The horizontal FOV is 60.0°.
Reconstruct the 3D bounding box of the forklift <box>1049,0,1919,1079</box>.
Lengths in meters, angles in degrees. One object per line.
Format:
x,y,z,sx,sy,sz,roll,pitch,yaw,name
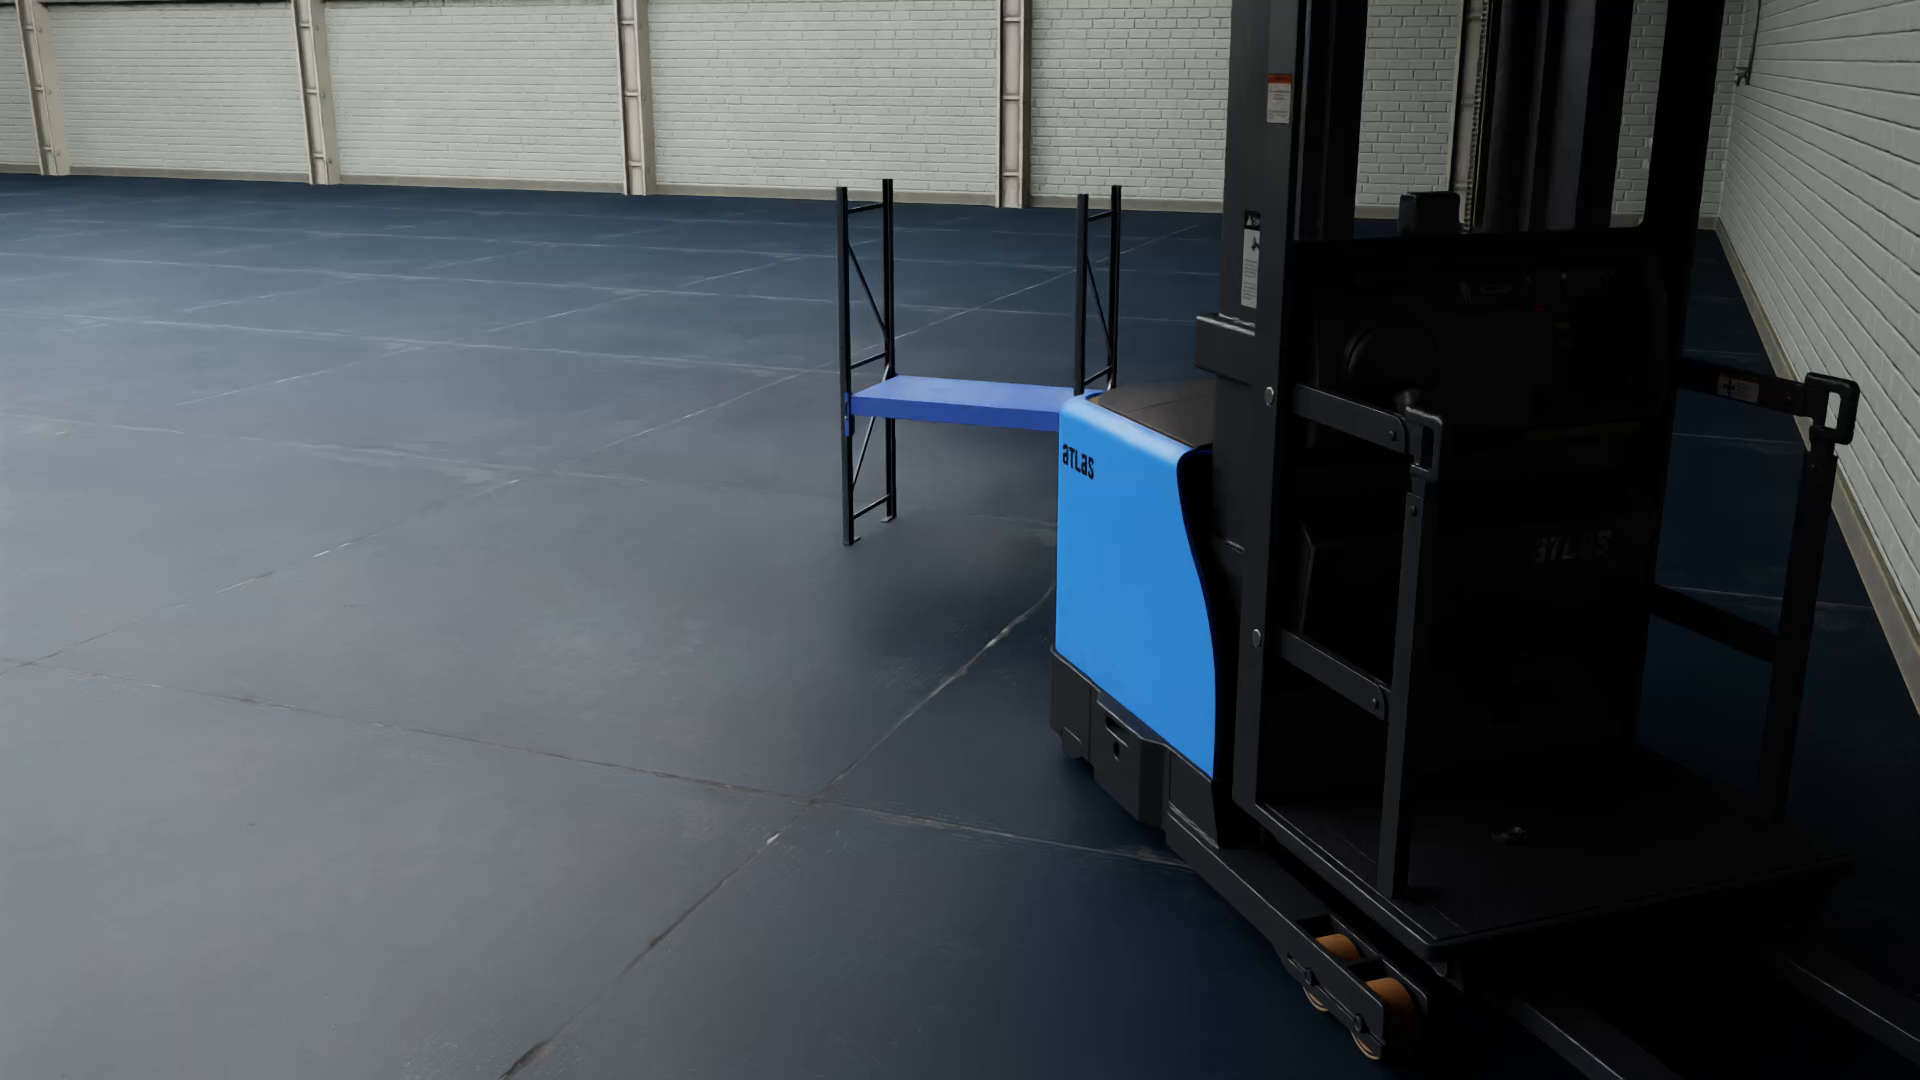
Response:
1.252,-0.458,3.492,1.130,2.935,3.031,-6,17,-19,forklift

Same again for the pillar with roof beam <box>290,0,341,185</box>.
-12.013,-9.066,22.260,0.400,9.000,9.100,6,17,21,pillar with roof beam

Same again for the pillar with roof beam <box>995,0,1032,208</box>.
-0.850,-7.838,18.032,0.400,9.000,9.100,6,17,21,pillar with roof beam

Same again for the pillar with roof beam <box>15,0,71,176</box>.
-17.594,-9.679,24.374,0.400,9.000,9.100,6,17,21,pillar with roof beam

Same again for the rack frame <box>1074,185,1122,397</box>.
0.552,-0.660,6.755,0.032,1.500,0.500,6,17,21,rack frame

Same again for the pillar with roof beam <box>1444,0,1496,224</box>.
4.732,-7.224,15.918,0.400,9.000,9.100,6,17,21,pillar with roof beam

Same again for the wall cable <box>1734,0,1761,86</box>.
8.567,-6.205,17.977,0.112,2.526,3.097,6,17,21,wall cable

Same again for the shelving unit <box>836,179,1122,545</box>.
0.079,-0.712,6.934,1.048,1.500,0.538,6,17,21,shelving unit

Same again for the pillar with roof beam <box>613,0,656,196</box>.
-6.431,-8.452,20.146,0.400,9.000,9.100,6,17,21,pillar with roof beam

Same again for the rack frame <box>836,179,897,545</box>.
-0.394,-0.764,7.114,0.032,1.500,0.500,6,17,21,rack frame

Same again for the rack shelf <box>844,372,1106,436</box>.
0.079,-0.539,6.985,1.000,0.185,0.538,6,17,21,rack shelf
